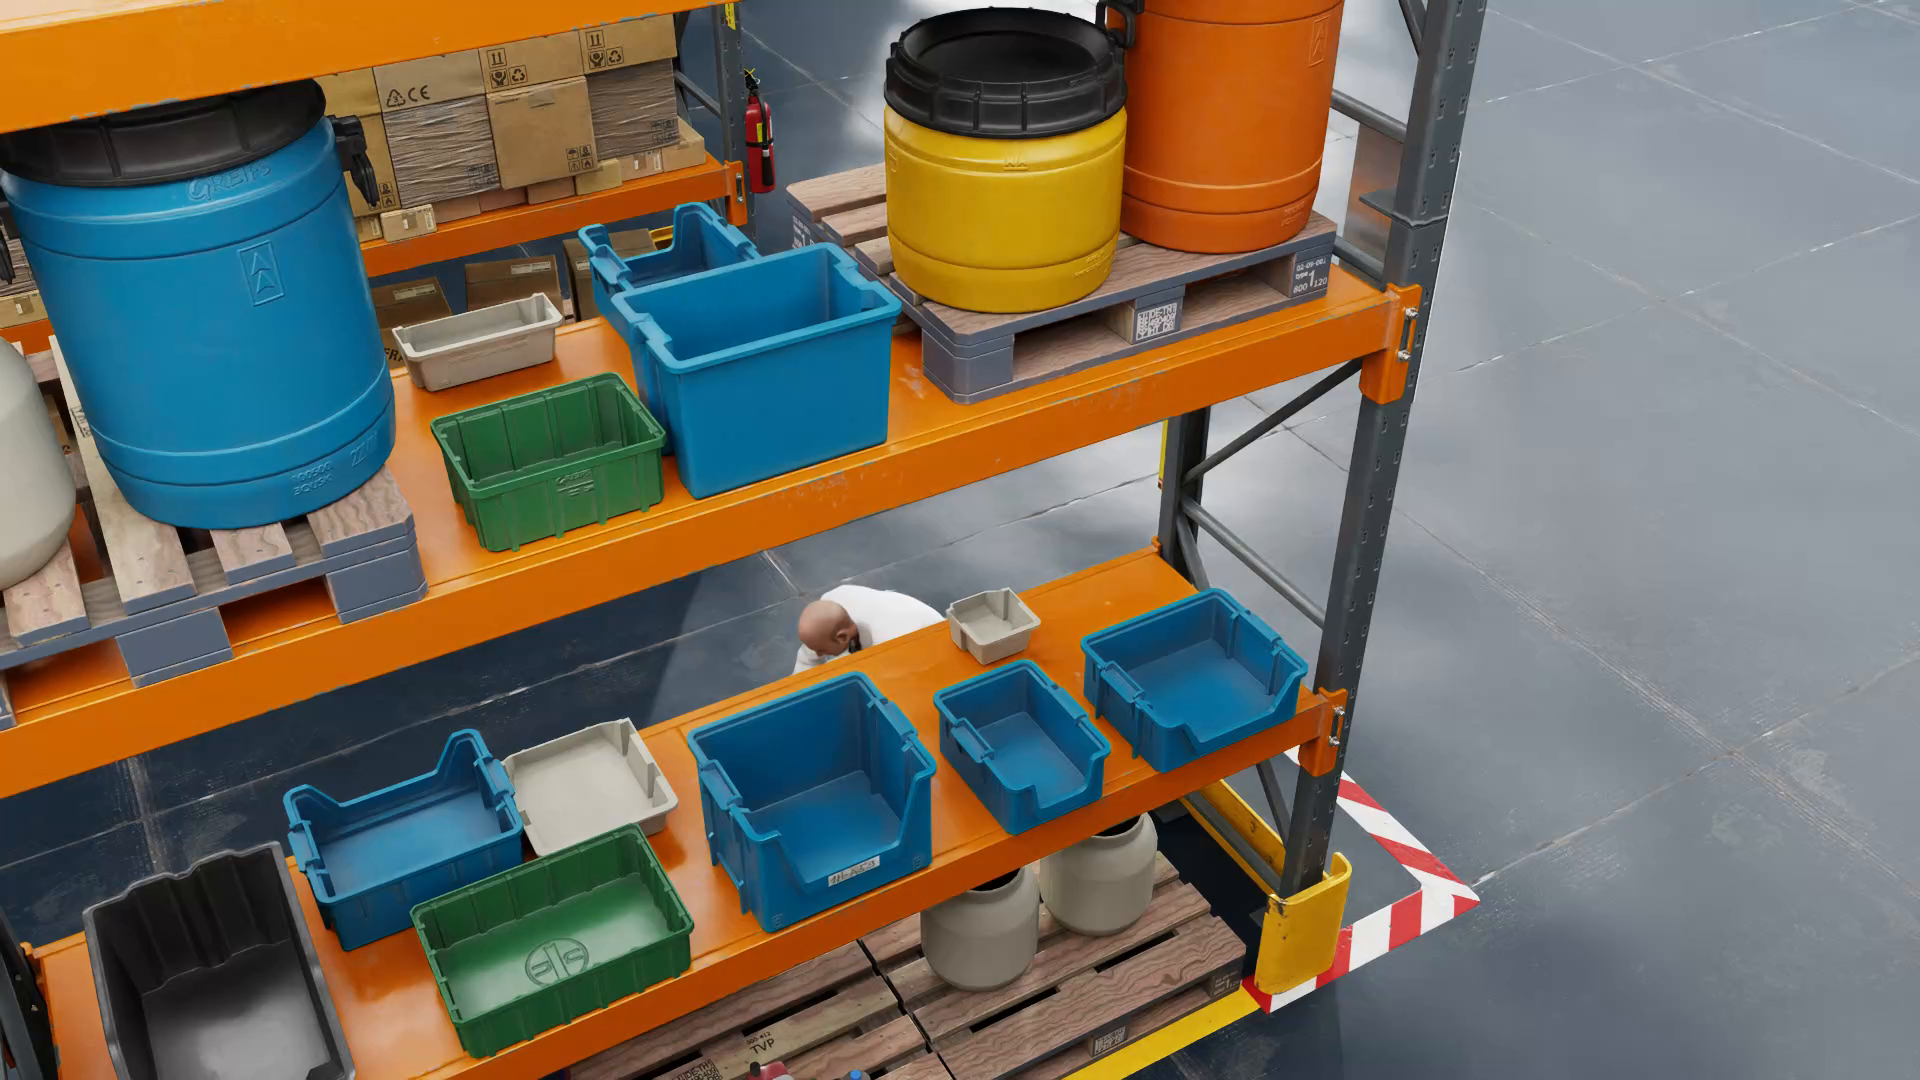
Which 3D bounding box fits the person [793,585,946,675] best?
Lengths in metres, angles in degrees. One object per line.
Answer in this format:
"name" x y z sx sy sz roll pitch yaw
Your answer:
"person" -0.364 0.554 6.868 0.903 0.978 0.604 -21 41 -26
